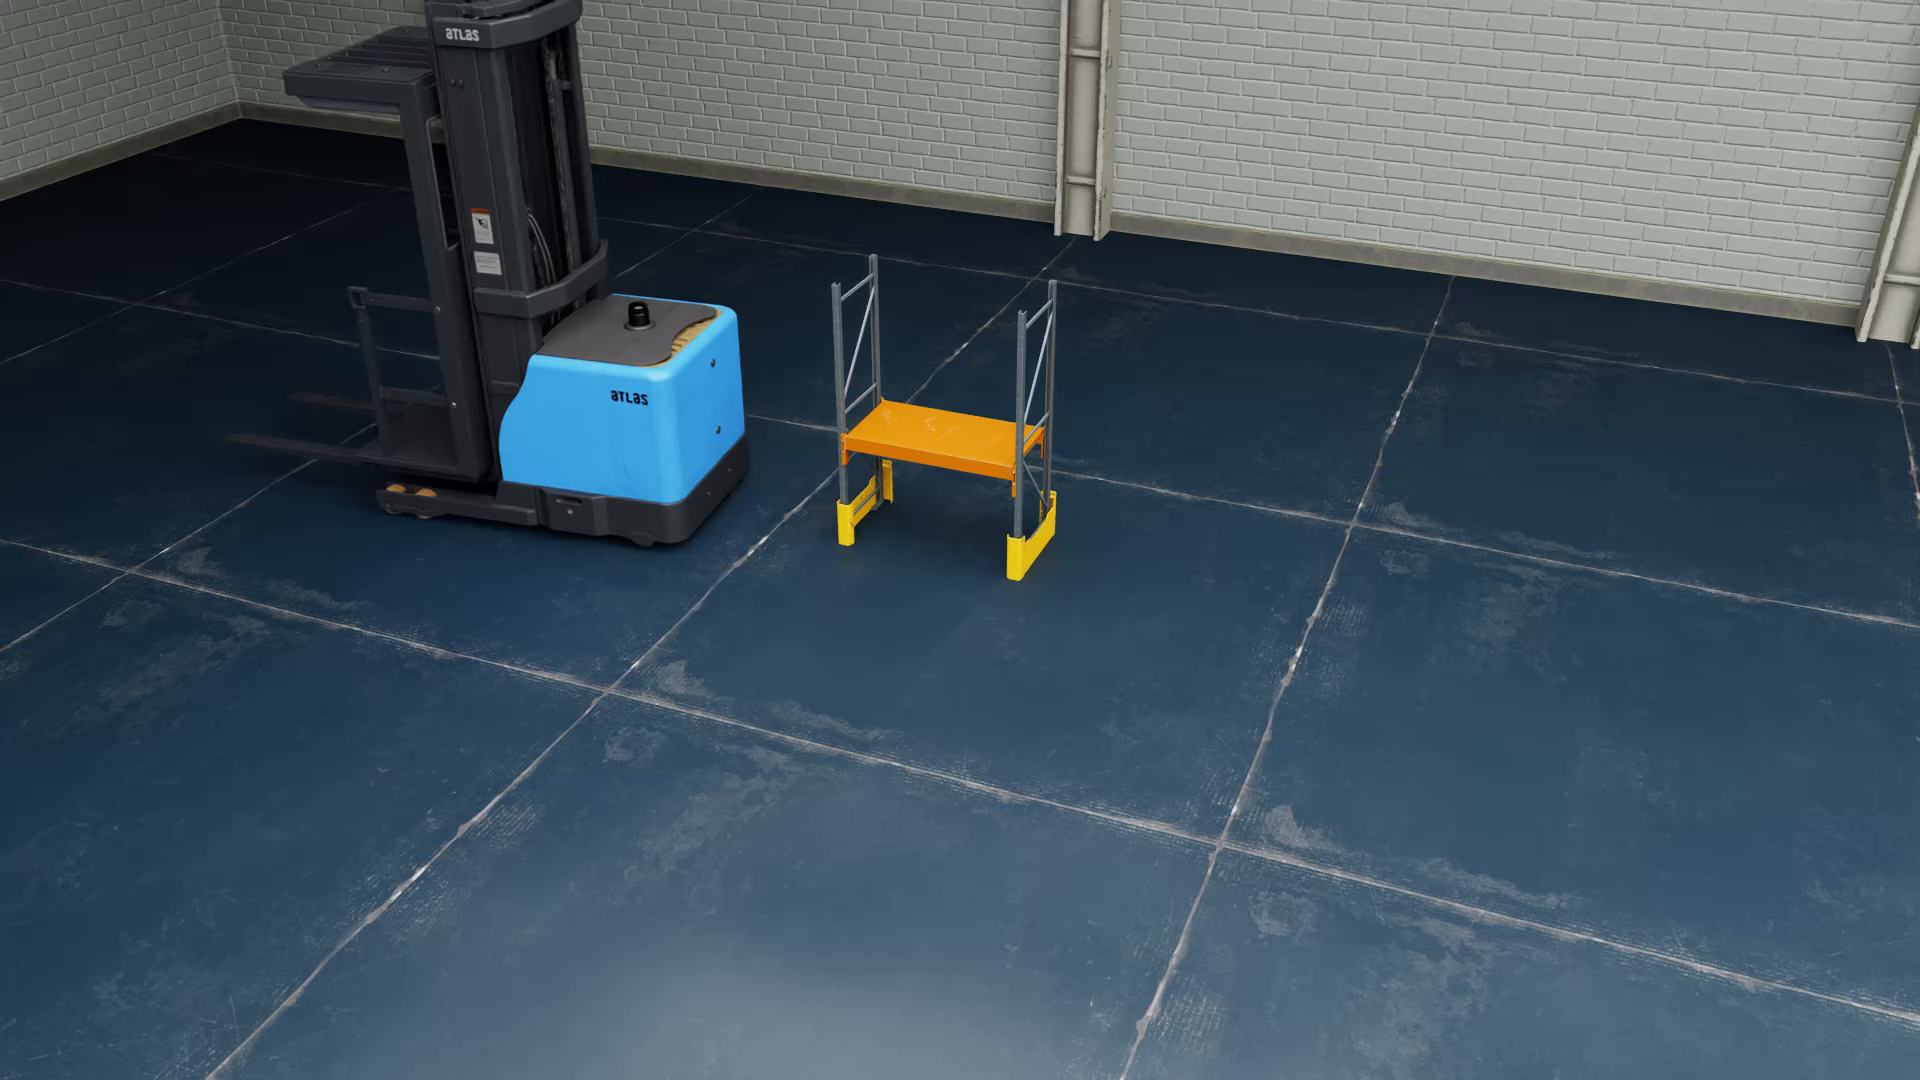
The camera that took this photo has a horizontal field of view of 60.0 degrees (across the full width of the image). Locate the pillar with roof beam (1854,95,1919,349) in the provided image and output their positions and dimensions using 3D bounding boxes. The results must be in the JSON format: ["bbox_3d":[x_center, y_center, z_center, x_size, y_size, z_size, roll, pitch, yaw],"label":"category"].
[{"bbox_3d":[4.953,-3.394,6.109,0.400,9.000,9.100,11,31,19],"label":"pillar with roof beam"}]

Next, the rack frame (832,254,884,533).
[{"bbox_3d":[-0.550,-0.763,9.075,0.032,1.500,0.500,11,31,19],"label":"rack frame"}]

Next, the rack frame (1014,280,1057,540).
[{"bbox_3d":[0.392,-0.575,8.742,0.032,1.500,0.500,11,31,19],"label":"rack frame"}]

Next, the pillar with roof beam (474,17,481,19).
[{"bbox_3d":[-6.166,-5.614,10.037,0.400,9.000,9.100,11,31,19],"label":"pillar with roof beam"}]

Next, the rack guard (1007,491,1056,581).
[{"bbox_3d":[0.391,-0.031,9.050,0.087,0.250,0.587,11,31,19],"label":"rack guard"}]

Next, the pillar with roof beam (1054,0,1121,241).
[{"bbox_3d":[-0.606,-4.504,8.073,0.400,9.000,9.100,11,31,19],"label":"pillar with roof beam"}]

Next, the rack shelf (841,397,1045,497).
[{"bbox_3d":[-0.079,-0.512,8.997,1.000,0.185,0.538,11,31,19],"label":"rack shelf"}]

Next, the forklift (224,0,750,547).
[{"bbox_3d":[-2.820,-1.637,9.167,3.031,2.935,1.130,8,30,14],"label":"forklift"}]

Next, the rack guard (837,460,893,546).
[{"bbox_3d":[-0.532,-0.215,9.376,0.087,0.250,0.587,11,31,19],"label":"rack guard"}]

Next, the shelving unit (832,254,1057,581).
[{"bbox_3d":[-0.071,-0.667,8.906,1.083,1.500,0.587,11,31,19],"label":"shelving unit"}]
